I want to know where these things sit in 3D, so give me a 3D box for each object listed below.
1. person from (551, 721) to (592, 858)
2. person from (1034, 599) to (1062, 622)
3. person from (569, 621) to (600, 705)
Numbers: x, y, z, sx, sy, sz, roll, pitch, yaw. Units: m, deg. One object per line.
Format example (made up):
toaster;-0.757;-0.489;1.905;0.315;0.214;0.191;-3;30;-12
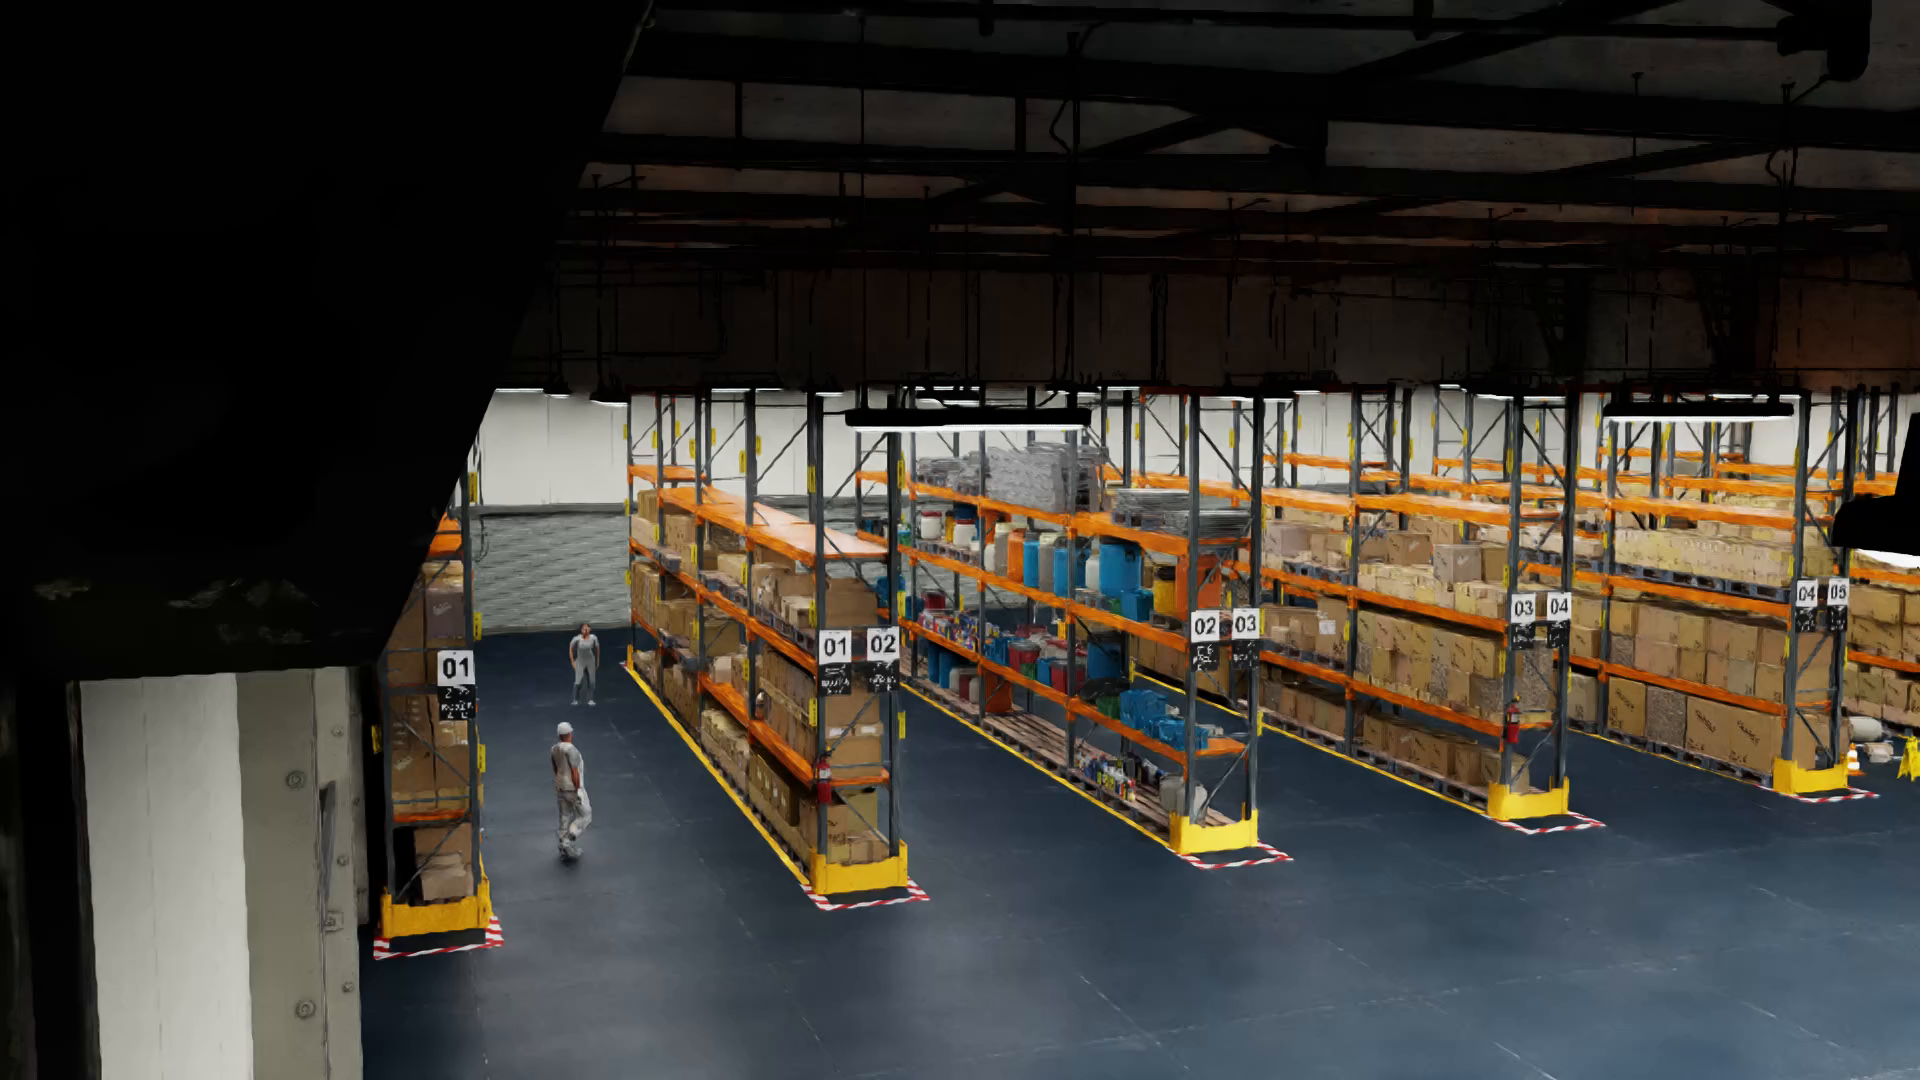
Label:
person;-5.055;3.227;21.462;0.598;1.786;0.444;6;8;44
person;2.109;1.284;41.320;0.560;1.508;0.749;-5;8;-39
person;-7.039;2.315;31.201;0.580;1.619;0.507;-2;6;-21
